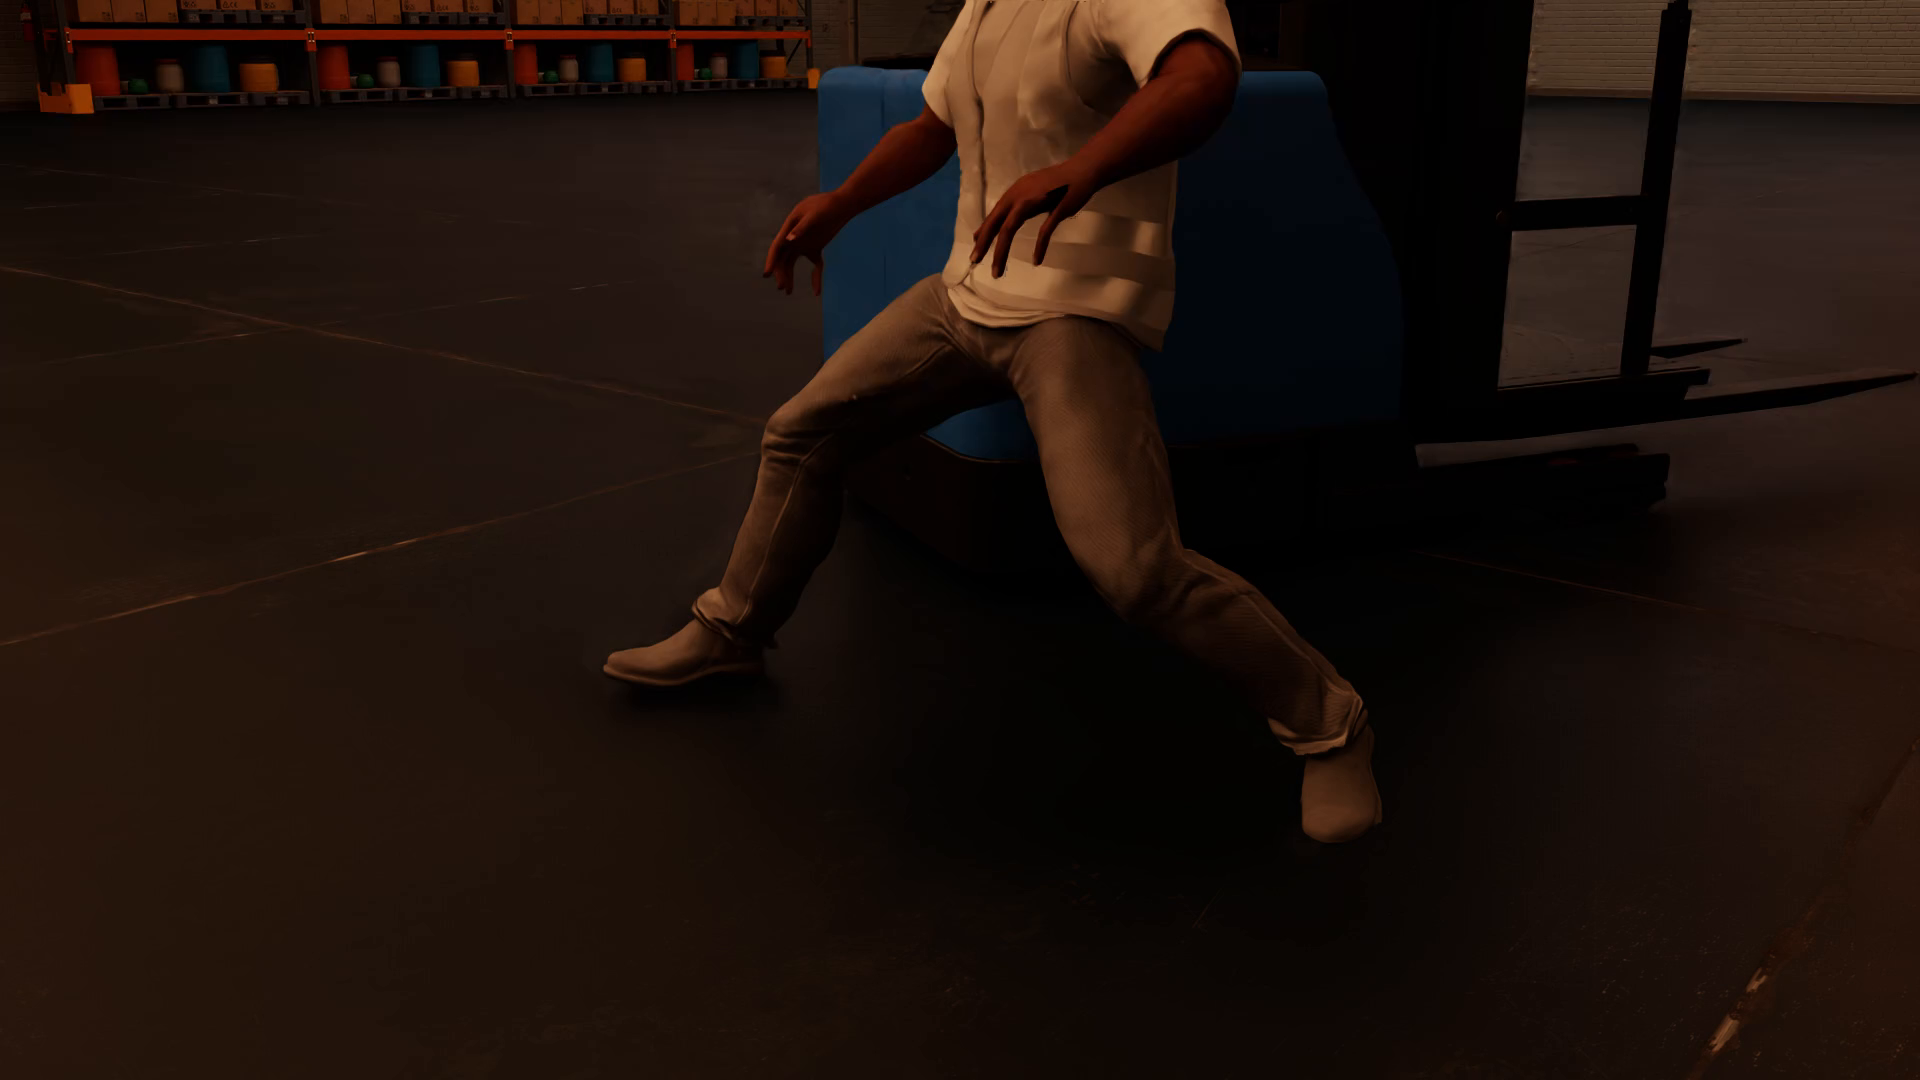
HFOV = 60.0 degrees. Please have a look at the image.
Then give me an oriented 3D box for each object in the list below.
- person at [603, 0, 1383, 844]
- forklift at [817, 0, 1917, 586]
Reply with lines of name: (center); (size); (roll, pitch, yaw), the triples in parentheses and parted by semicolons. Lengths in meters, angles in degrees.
person: (0.039, -0.383, 2.567); (1.007, 1.589, 1.111); (-9, 19, -27)
forklift: (1.205, -1.571, 4.071); (3.031, 2.935, 1.130); (-7, 18, -23)
